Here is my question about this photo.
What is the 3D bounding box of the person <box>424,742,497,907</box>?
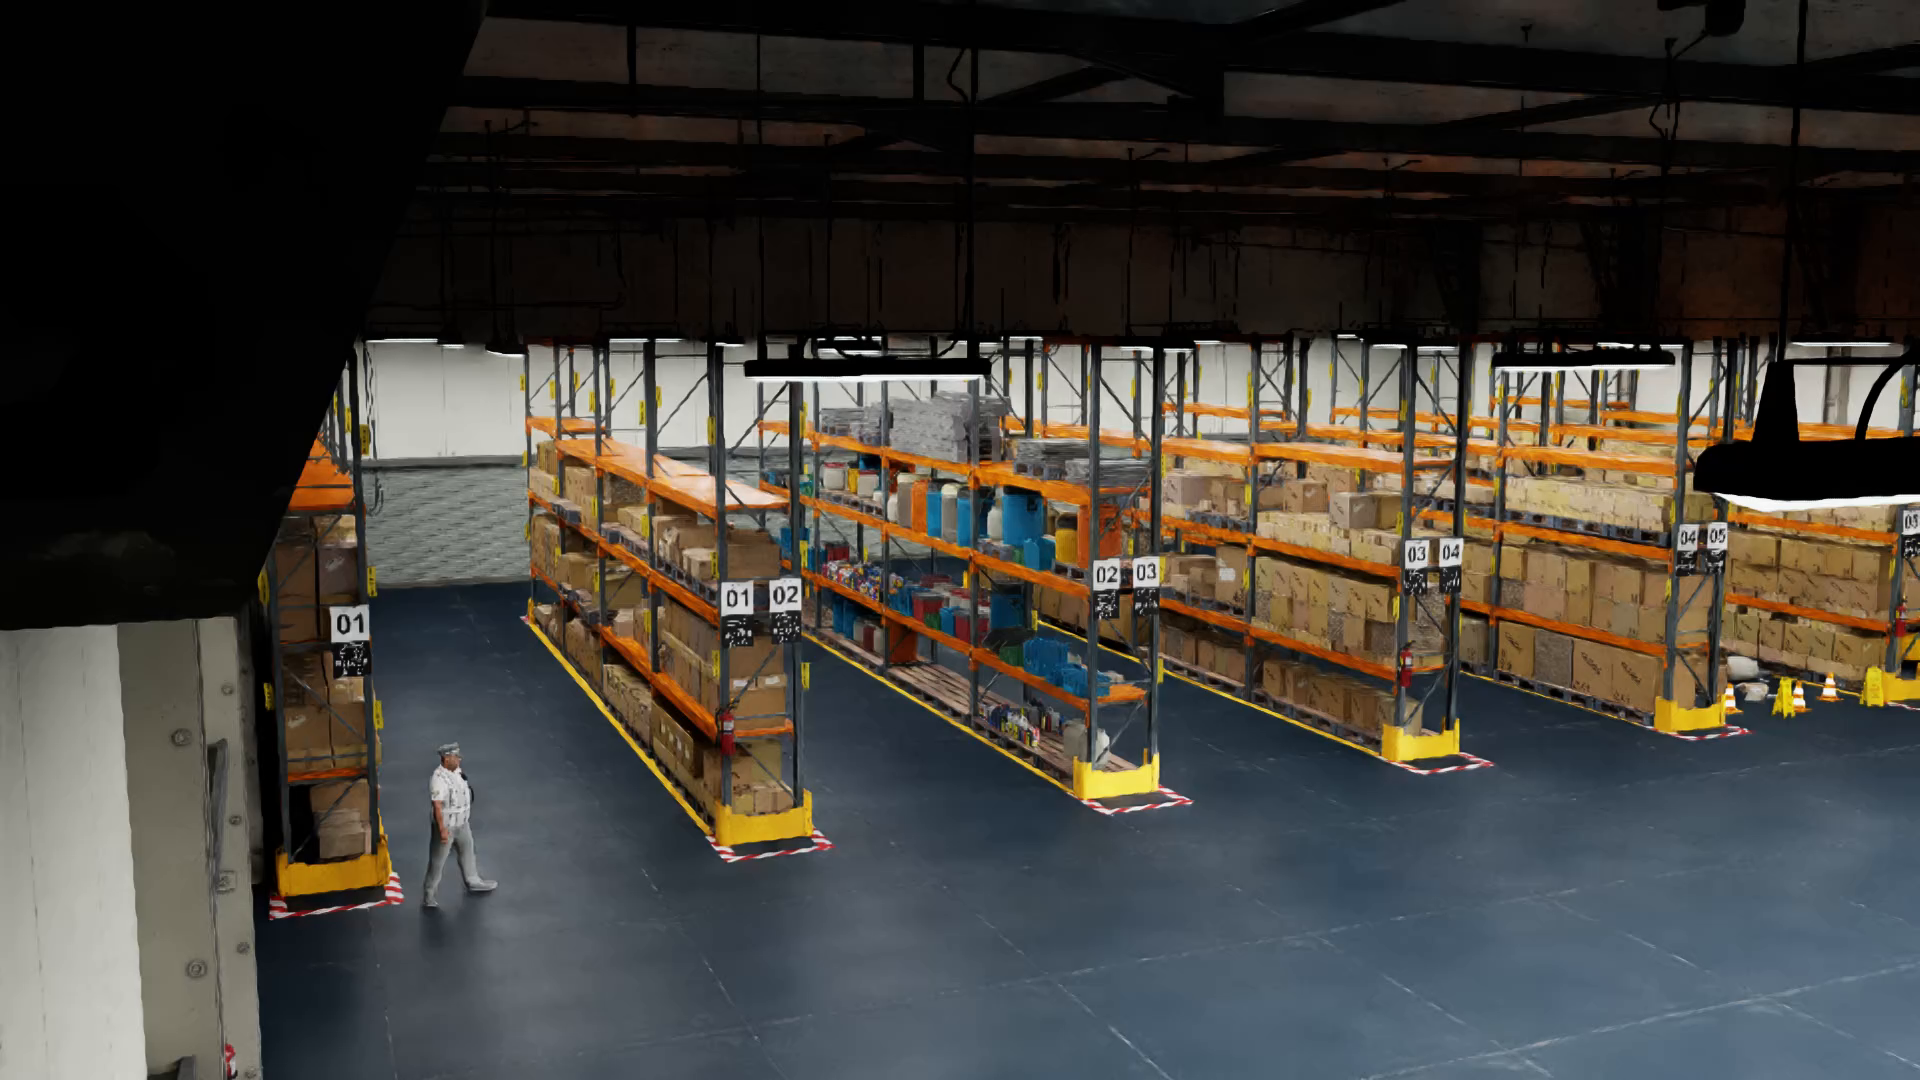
[{"bbox_3d":[-5.522,3.051,18.123,0.585,1.753,0.769,2,8,15],"label":"person"}]

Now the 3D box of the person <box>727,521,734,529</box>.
[{"bbox_3d":[-5.163,0.423,38.119,0.723,1.718,0.509,6,10,38],"label":"person"}]

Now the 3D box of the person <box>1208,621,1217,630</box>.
[{"bbox_3d":[4.826,1.064,33.605,0.446,1.590,1.109,-3,8,-19],"label":"person"}]
